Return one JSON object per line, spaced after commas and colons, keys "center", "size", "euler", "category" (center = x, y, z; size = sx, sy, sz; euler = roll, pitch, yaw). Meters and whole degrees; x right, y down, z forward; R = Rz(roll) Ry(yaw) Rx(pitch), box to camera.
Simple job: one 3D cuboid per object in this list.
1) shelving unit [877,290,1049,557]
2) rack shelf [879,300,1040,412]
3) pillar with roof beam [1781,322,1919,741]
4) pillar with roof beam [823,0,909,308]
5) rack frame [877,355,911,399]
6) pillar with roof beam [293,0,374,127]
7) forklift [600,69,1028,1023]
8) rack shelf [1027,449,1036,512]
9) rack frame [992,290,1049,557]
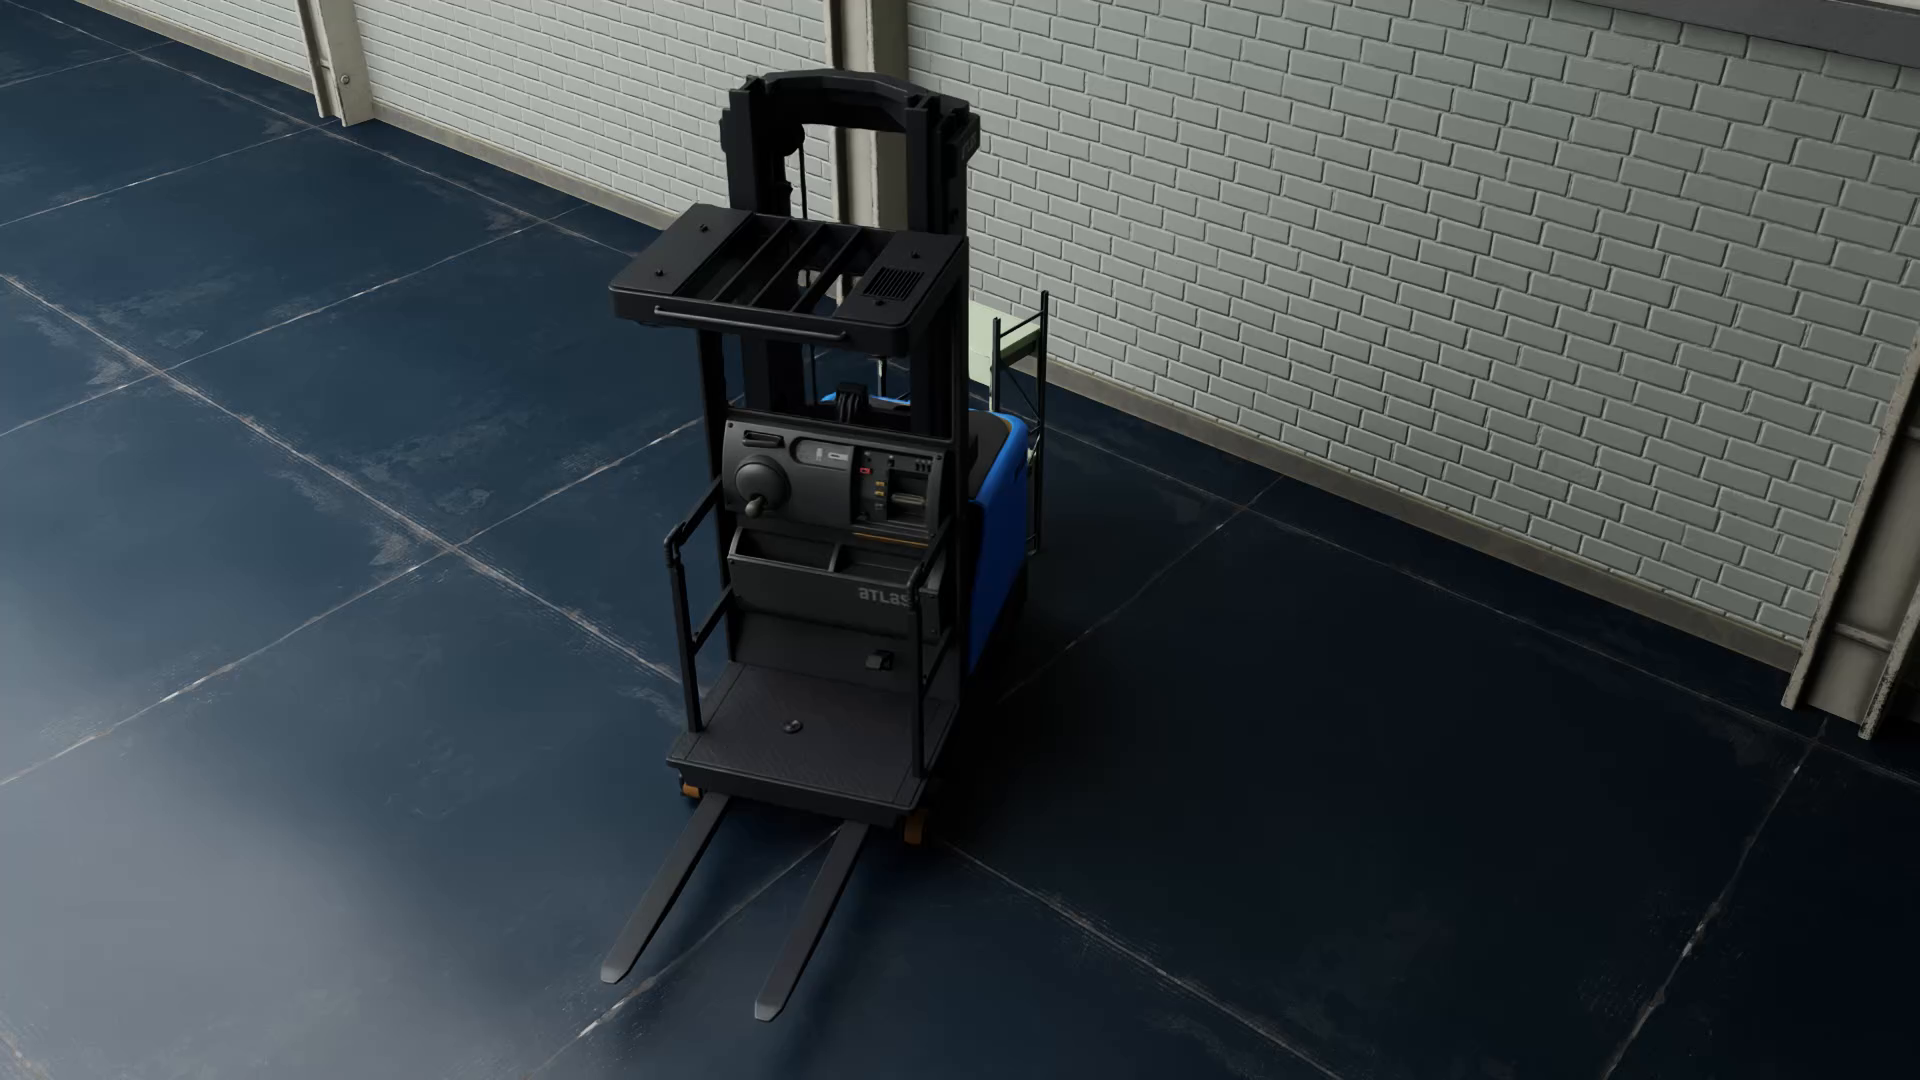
{"center": [0.005, -0.616, 8.404], "size": [0.755, 1.500, 0.431], "euler": [25, 42, 32], "category": "shelving unit"}
{"center": [0.005, -0.938, 8.183], "size": [0.720, 0.370, 0.431], "euler": [25, 42, 32], "category": "rack shelf"}
{"center": [1.305, -1.066, 2.436], "size": [0.400, 9.000, 9.100], "euler": [25, 42, 32], "category": "pillar with roof beam"}
{"center": [-3.306, -3.240, 5.600], "size": [0.400, 9.000, 9.100], "euler": [25, 42, 32], "category": "pillar with roof beam"}
{"center": [-0.276, -0.748, 8.597], "size": [0.023, 1.500, 0.400], "euler": [25, 42, 32], "category": "rack frame"}
{"center": [-7.918, -5.413, 8.765], "size": [0.400, 9.000, 9.100], "euler": [25, 42, 32], "category": "pillar with roof beam"}
{"center": [-0.572, -0.179, 6.504], "size": [1.130, 2.935, 3.031], "euler": [9, 36, 13], "category": "forklift"}
{"center": [0.005, -0.347, 8.589], "size": [0.720, 0.370, 0.431], "euler": [25, 42, 32], "category": "rack shelf"}
{"center": [0.286, -0.483, 8.211], "size": [0.023, 1.500, 0.400], "euler": [25, 42, 32], "category": "rack frame"}
